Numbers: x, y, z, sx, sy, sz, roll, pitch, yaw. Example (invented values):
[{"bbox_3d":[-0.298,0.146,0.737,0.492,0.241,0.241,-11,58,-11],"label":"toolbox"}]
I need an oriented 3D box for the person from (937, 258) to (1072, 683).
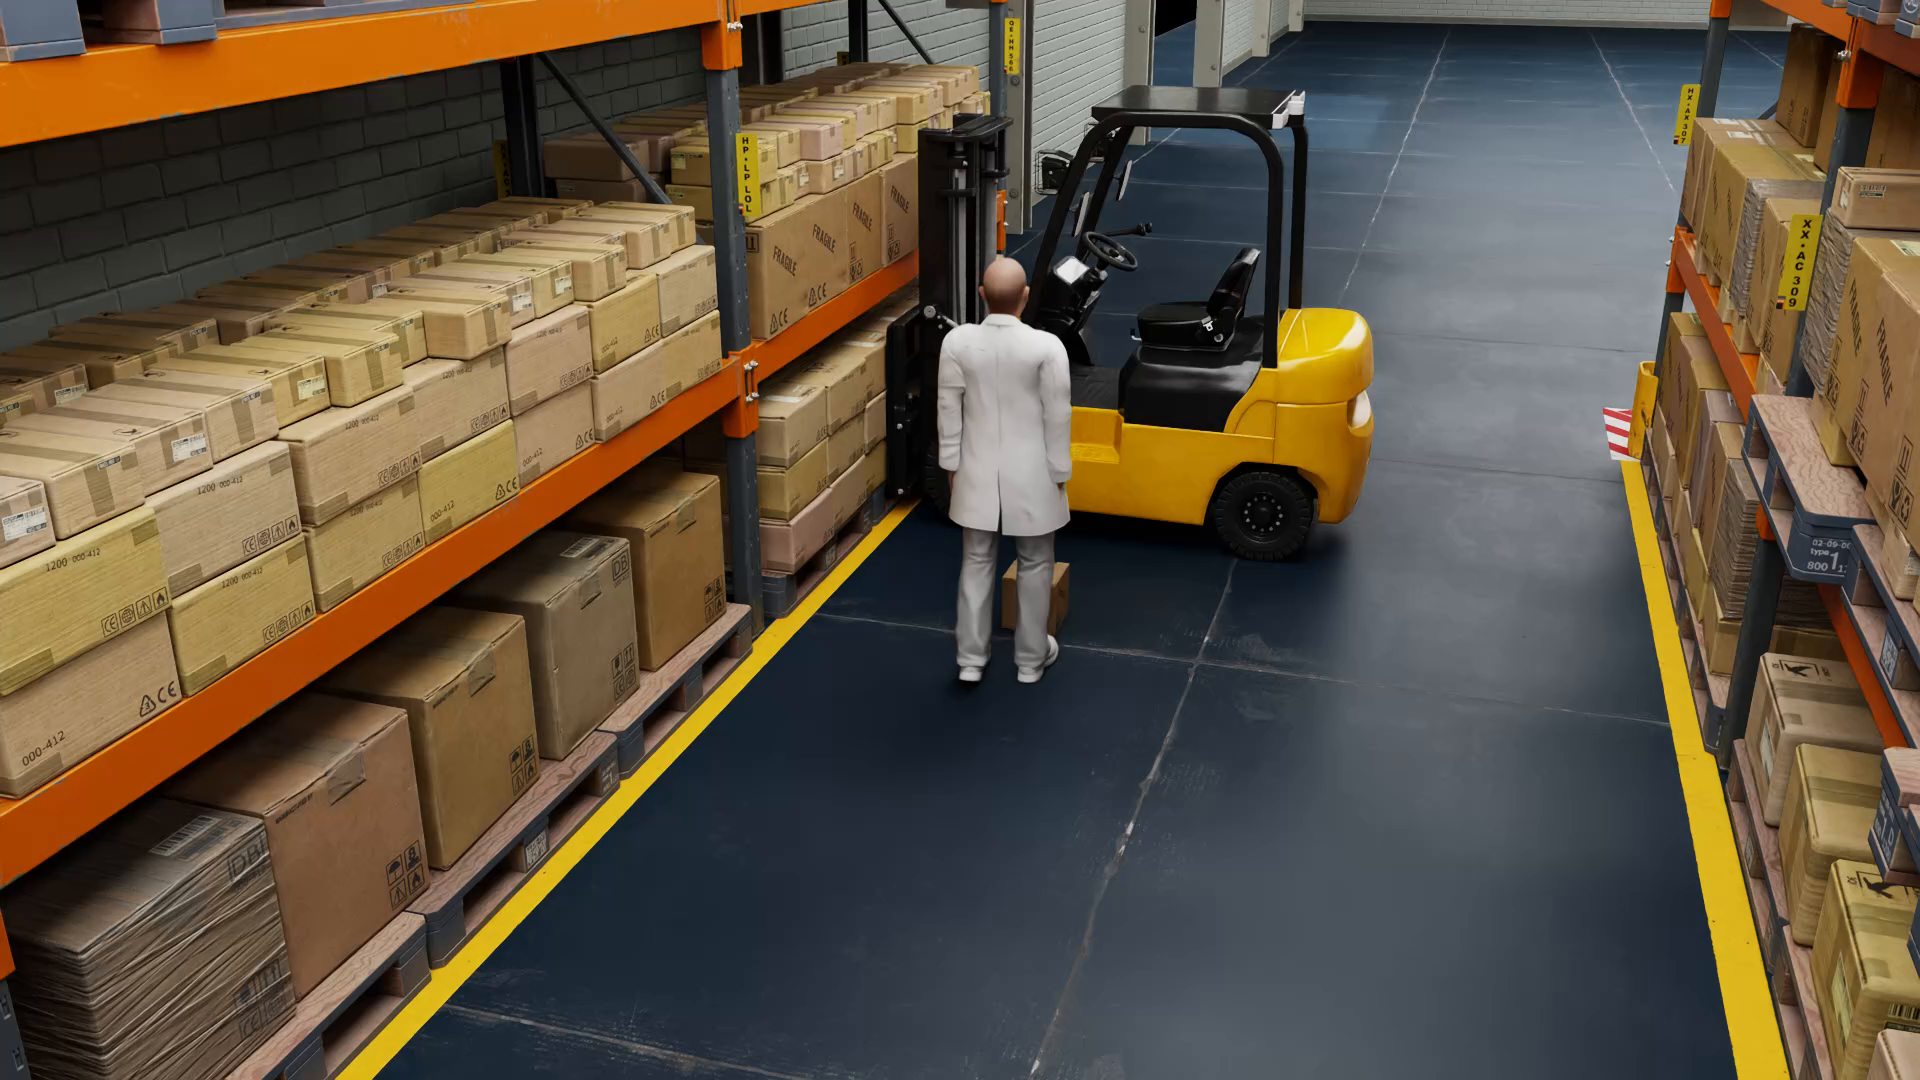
[{"bbox_3d":[0.187,-0.266,6.812,0.563,1.804,0.482,7,23,17],"label":"person"}]
